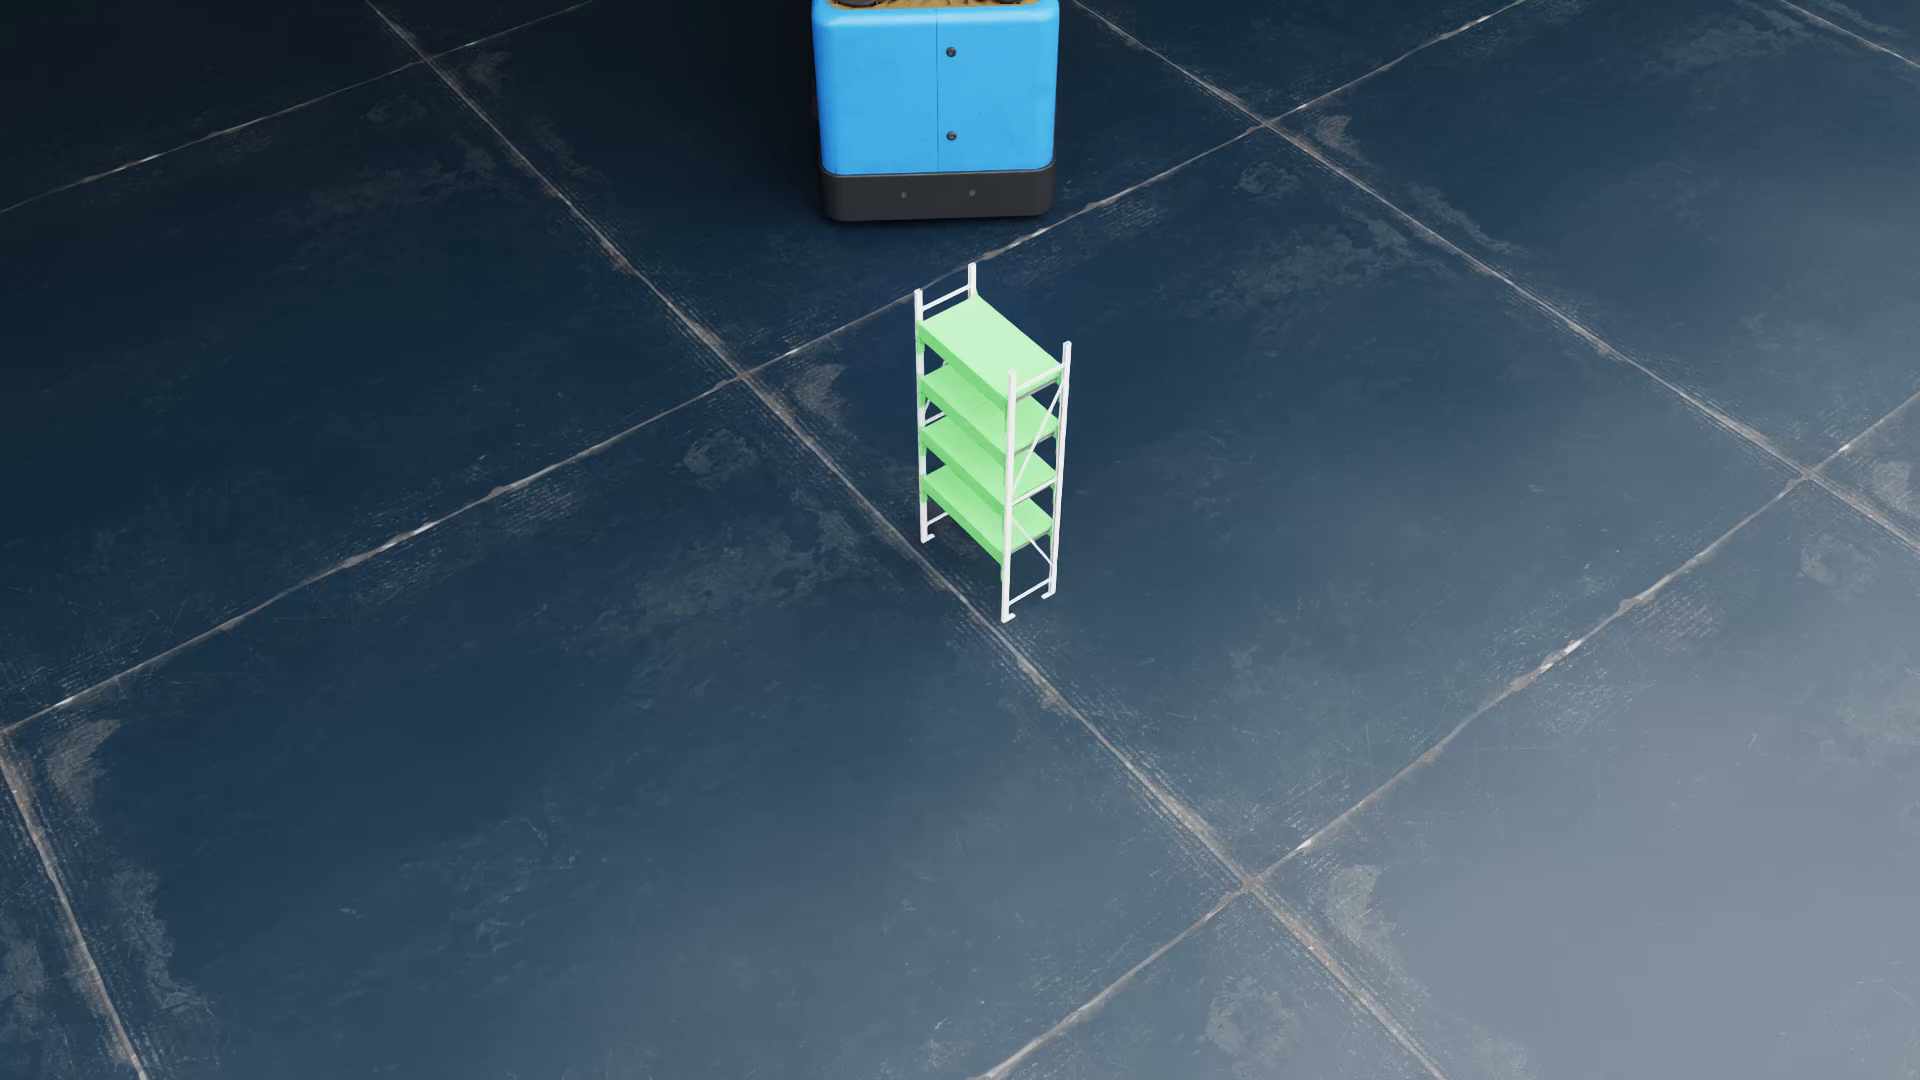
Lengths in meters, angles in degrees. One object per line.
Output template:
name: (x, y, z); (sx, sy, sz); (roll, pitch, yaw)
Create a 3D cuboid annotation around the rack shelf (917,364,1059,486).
rack shelf: (0.100, -0.424, 5.587); (0.258, 0.148, 0.480); (-29, 54, -24)

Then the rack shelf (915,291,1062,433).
rack shelf: (0.100, -0.585, 5.409); (0.258, 0.148, 0.480); (-29, 54, -24)

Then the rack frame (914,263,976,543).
rack frame: (-0.048, -0.449, 5.847); (0.240, 1.200, 0.015); (-29, 54, -24)

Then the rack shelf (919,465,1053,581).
rack shelf: (0.100, -0.101, 5.942); (0.258, 0.148, 0.480); (-29, 54, -24)

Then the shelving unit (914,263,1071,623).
shelving unit: (0.100, -0.305, 5.717); (0.258, 1.200, 0.503); (-29, 54, -24)

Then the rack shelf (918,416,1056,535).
rack shelf: (0.100, -0.262, 5.764); (0.258, 0.148, 0.480); (-29, 54, -24)

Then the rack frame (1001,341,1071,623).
rack frame: (0.248, -0.162, 5.587); (0.240, 1.200, 0.015); (-29, 54, -24)

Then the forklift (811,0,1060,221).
forklift: (-0.168, -3.498, 7.443); (1.130, 2.935, 3.031); (-2, 48, -2)
